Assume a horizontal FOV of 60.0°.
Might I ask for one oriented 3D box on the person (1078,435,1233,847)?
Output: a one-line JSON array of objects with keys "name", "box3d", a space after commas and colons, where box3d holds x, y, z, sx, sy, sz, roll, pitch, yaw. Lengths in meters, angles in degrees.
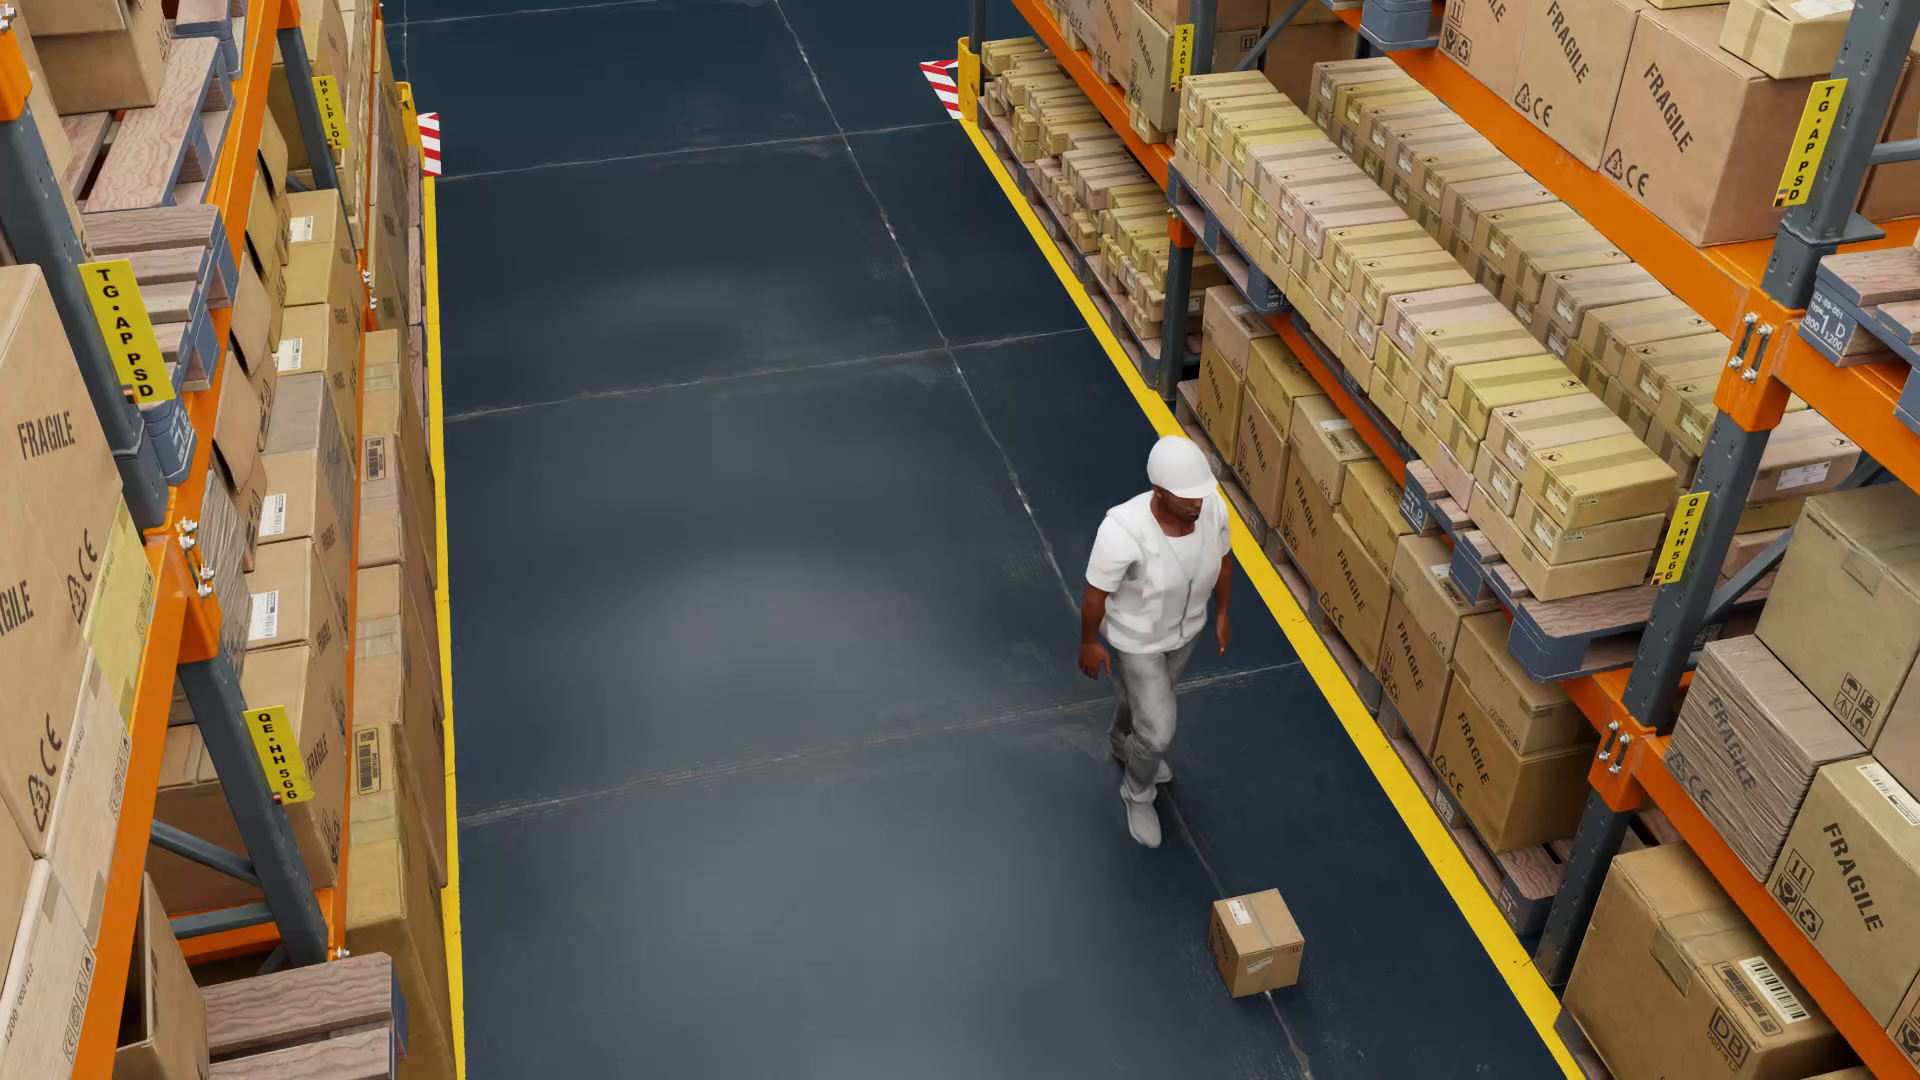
[{"name": "person", "box3d": [0.737, 0.342, 6.268, 0.595, 1.802, 0.515, -26, 45, -29]}]
